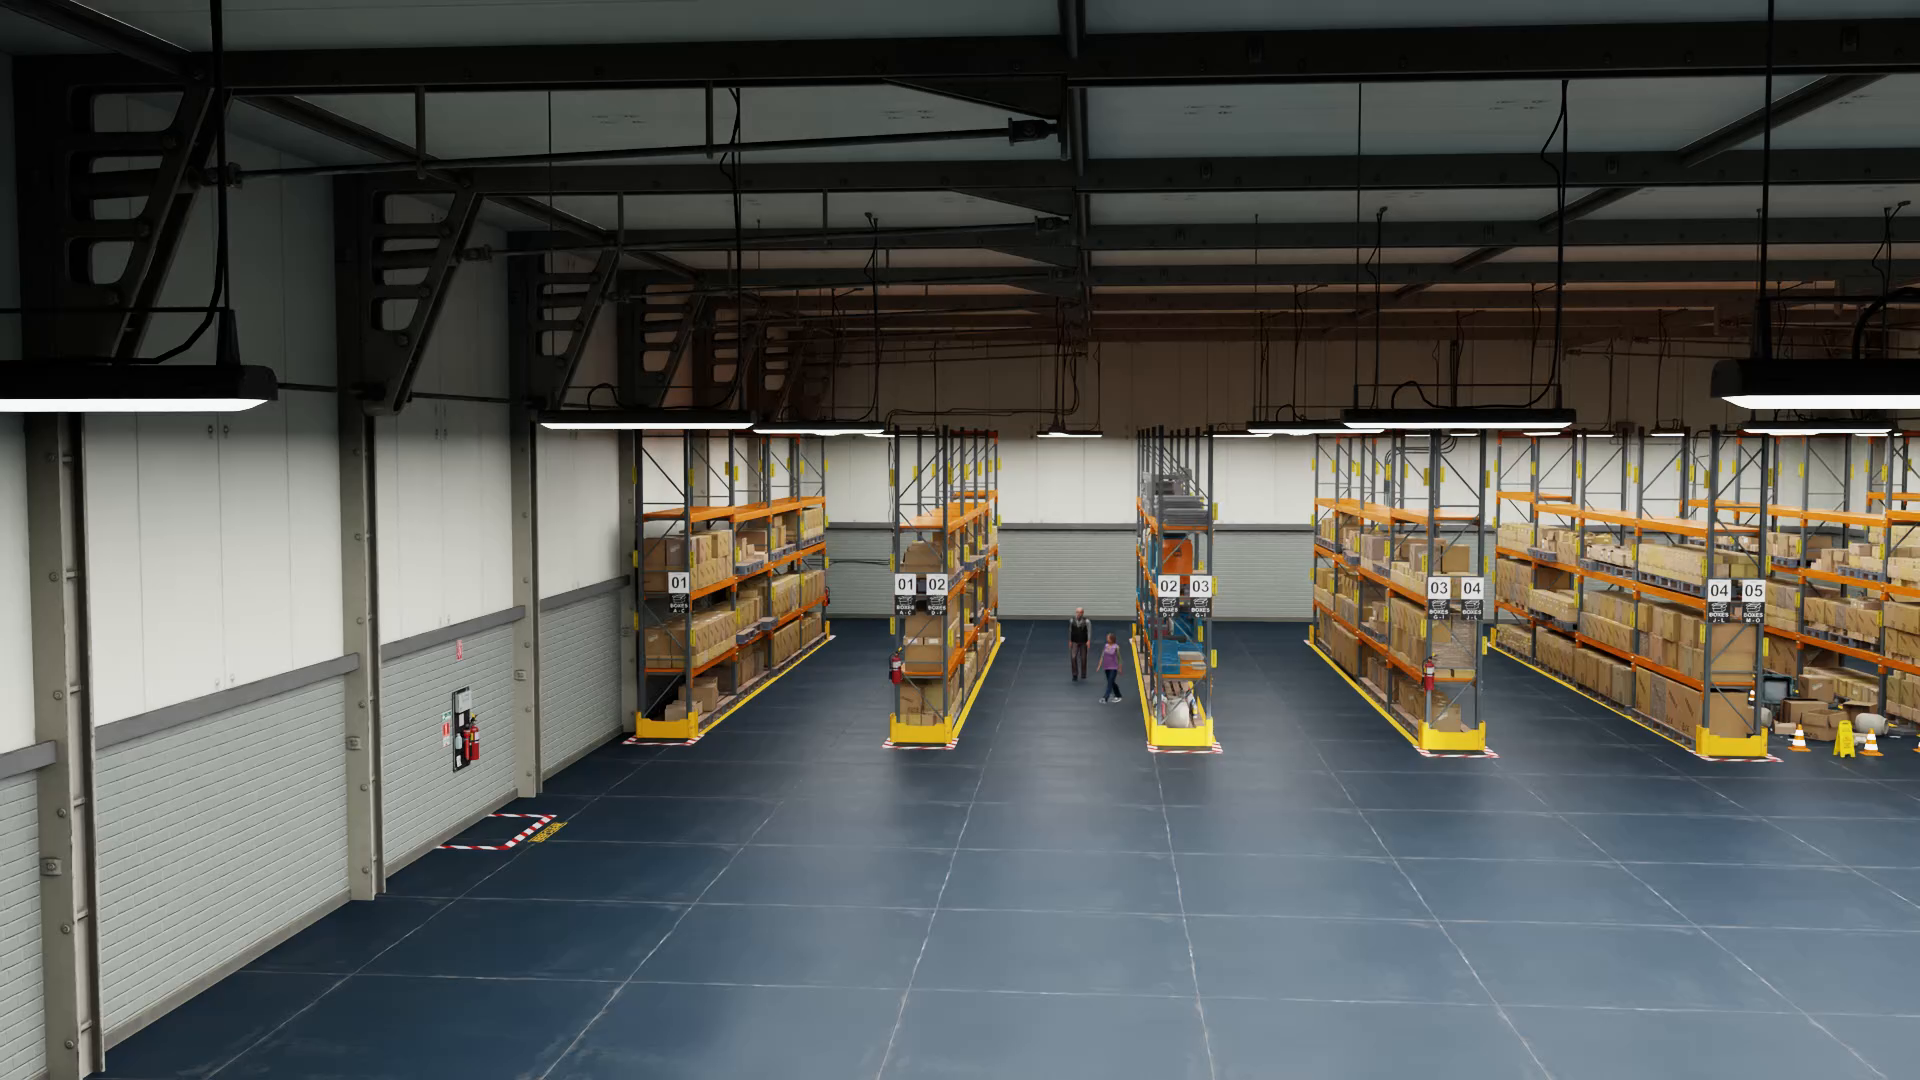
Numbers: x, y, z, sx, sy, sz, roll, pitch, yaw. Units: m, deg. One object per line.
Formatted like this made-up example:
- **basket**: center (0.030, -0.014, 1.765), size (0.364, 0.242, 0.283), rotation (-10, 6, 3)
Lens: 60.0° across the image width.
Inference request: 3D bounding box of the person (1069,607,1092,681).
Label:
- **person**: center (2.867, 2.489, 39.736), size (0.578, 1.764, 0.573), rotation (1, 4, 13)

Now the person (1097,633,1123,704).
- **person**: center (3.202, 2.778, 35.887), size (0.994, 1.538, 0.446), rotation (-3, 5, -44)

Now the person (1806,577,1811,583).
- **person**: center (25.066, 1.936, 49.236), size (0.453, 1.675, 0.548), rotation (0, 3, 1)
